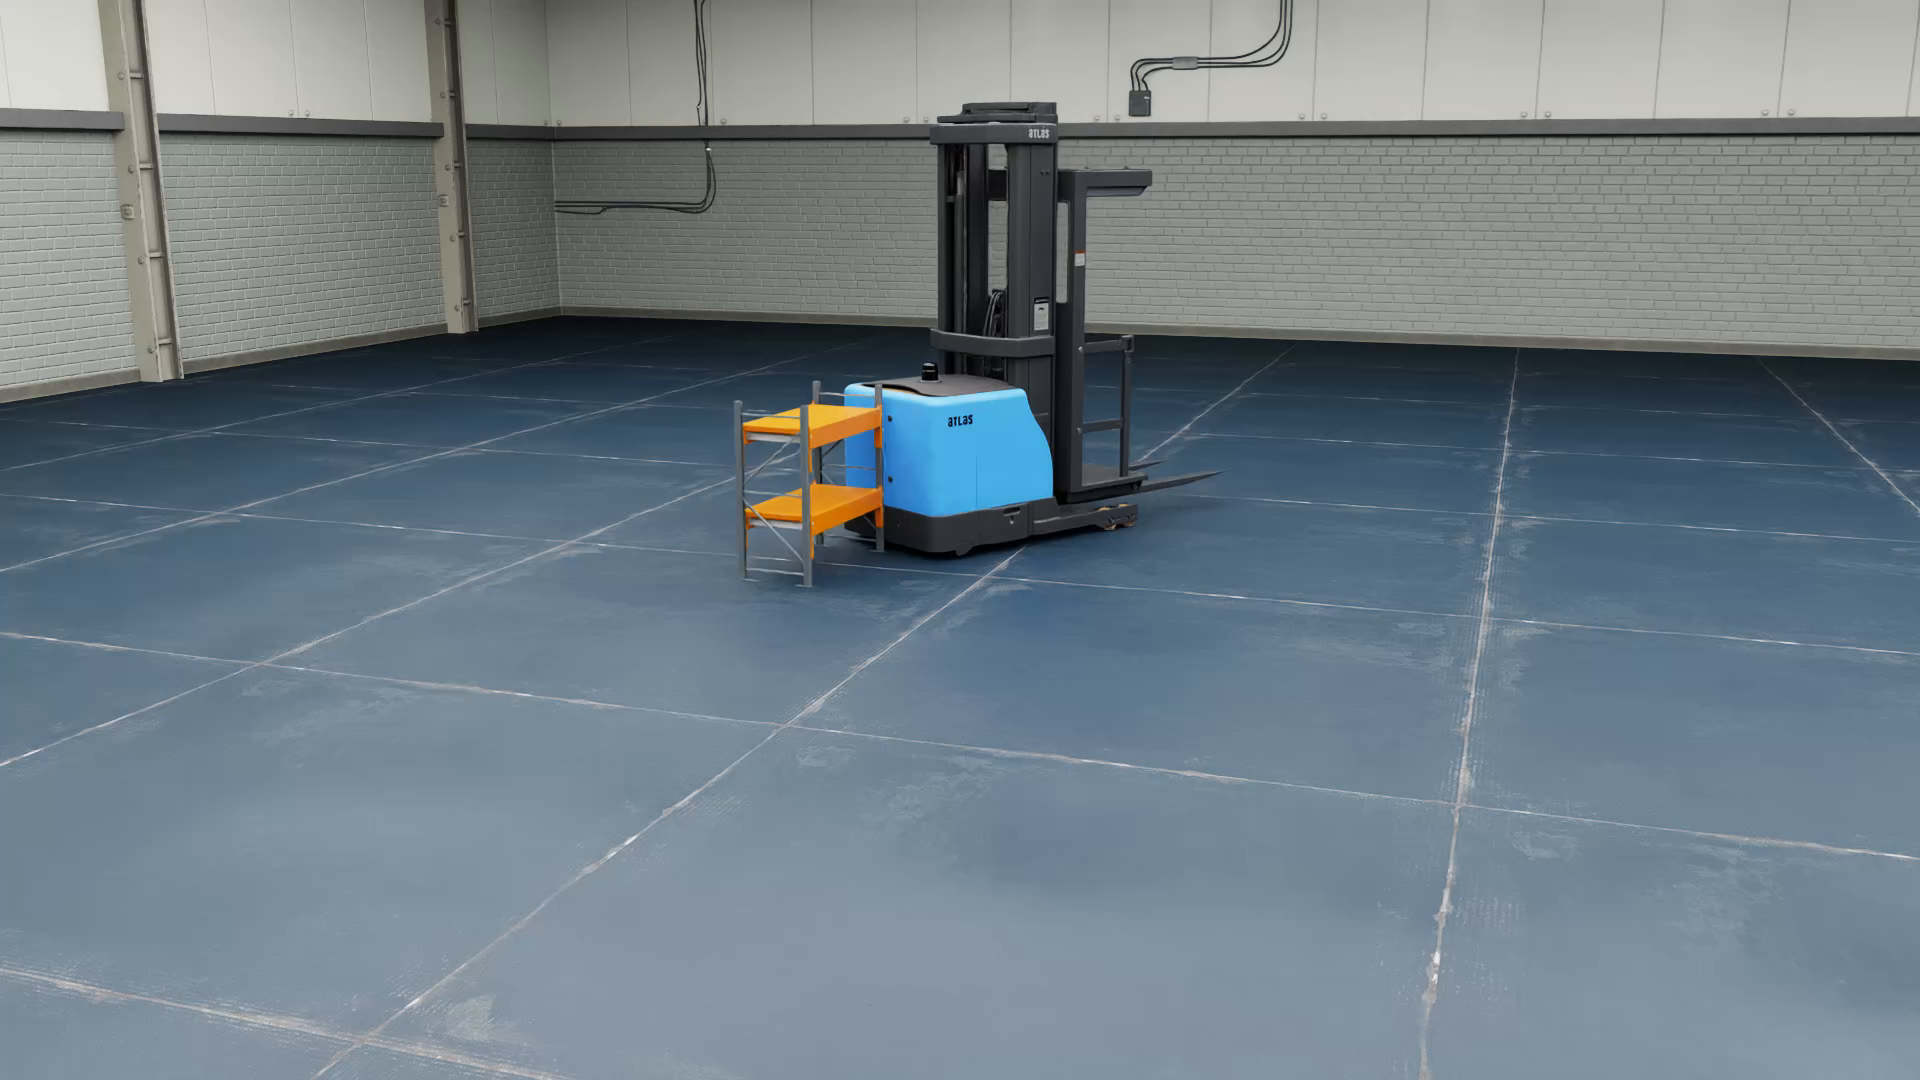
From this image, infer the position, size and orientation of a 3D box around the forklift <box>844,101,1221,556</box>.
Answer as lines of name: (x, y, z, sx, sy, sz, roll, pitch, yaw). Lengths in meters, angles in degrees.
forklift: (0.645, -1.574, 11.795, 3.031, 2.935, 1.130, -11, 17, -39)

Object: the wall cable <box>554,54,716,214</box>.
wall cable: (-5.406, -6.582, 27.081, 3.097, 2.526, 0.112, 4, 14, 18)

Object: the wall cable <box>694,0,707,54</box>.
wall cable: (-2.847, -8.850, 25.666, 3.097, 2.526, 0.112, 4, 14, 18)

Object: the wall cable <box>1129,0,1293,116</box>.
wall cable: (3.571, -9.067, 23.348, 2.305, 6.003, 0.169, 4, 14, 18)

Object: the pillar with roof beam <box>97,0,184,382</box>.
pillar with roof beam: (-5.479, -5.998, 17.542, 9.100, 9.000, 0.400, 4, 14, 18)

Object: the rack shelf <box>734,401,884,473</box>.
rack shelf: (-0.943, -0.666, 10.563, 0.538, 0.278, 1.000, 5, 14, 23)

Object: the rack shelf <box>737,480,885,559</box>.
rack shelf: (-0.943, -0.142, 10.683, 0.538, 0.278, 1.000, 5, 14, 23)

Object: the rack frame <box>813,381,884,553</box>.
rack frame: (-0.742, -0.485, 11.084, 0.500, 1.125, 0.032, 5, 14, 23)

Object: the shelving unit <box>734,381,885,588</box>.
shelving unit: (-0.943, -0.381, 10.629, 0.538, 1.125, 1.048, 5, 14, 23)

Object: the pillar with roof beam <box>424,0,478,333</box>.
pillar with roof beam: (-3.537, -7.261, 23.077, 9.100, 9.000, 0.400, 4, 14, 18)

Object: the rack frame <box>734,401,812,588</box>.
rack frame: (-1.144, -0.277, 10.173, 0.500, 1.125, 0.032, 5, 14, 23)
